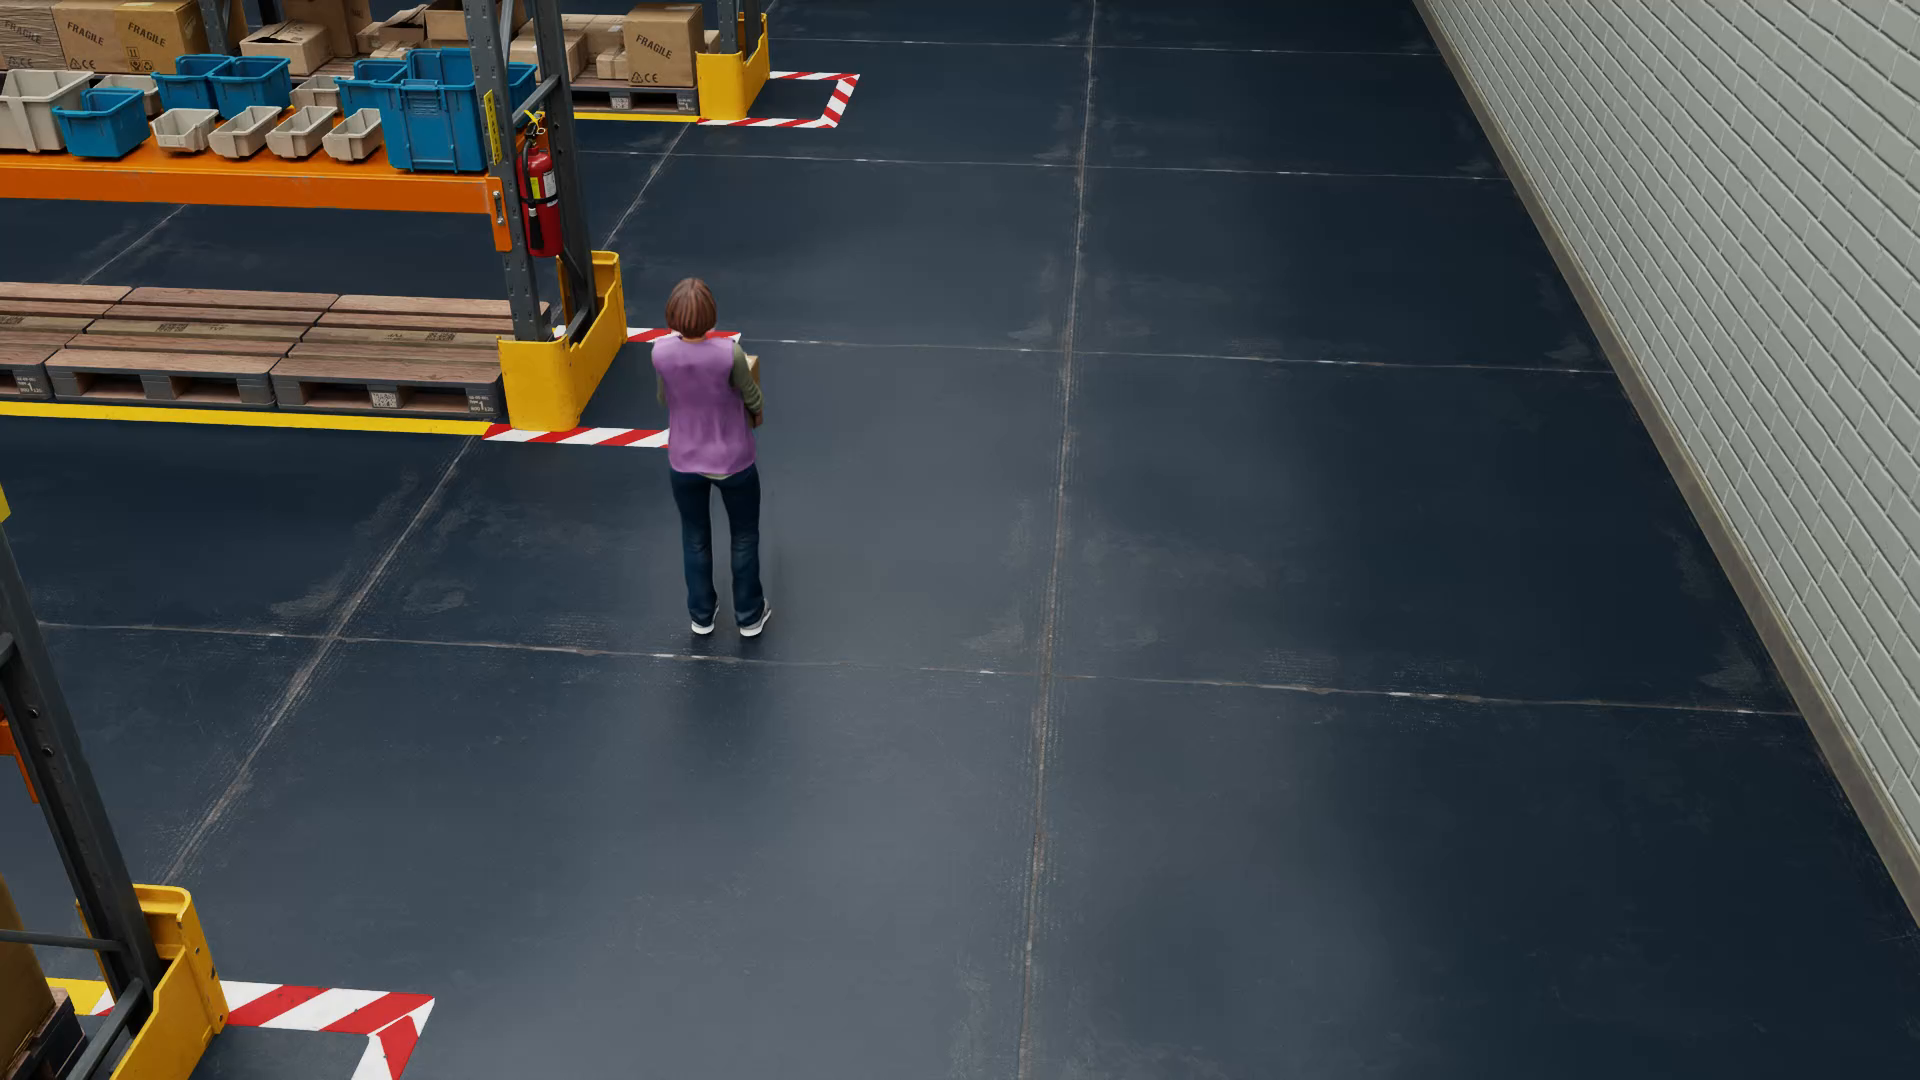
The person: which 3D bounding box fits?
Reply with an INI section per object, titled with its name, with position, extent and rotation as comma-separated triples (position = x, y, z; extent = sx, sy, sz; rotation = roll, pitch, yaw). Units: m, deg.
[person]
position = -0.984, -0.360, 6.712
extent = 0.419, 1.594, 0.492
rotation = 2, 32, 4
